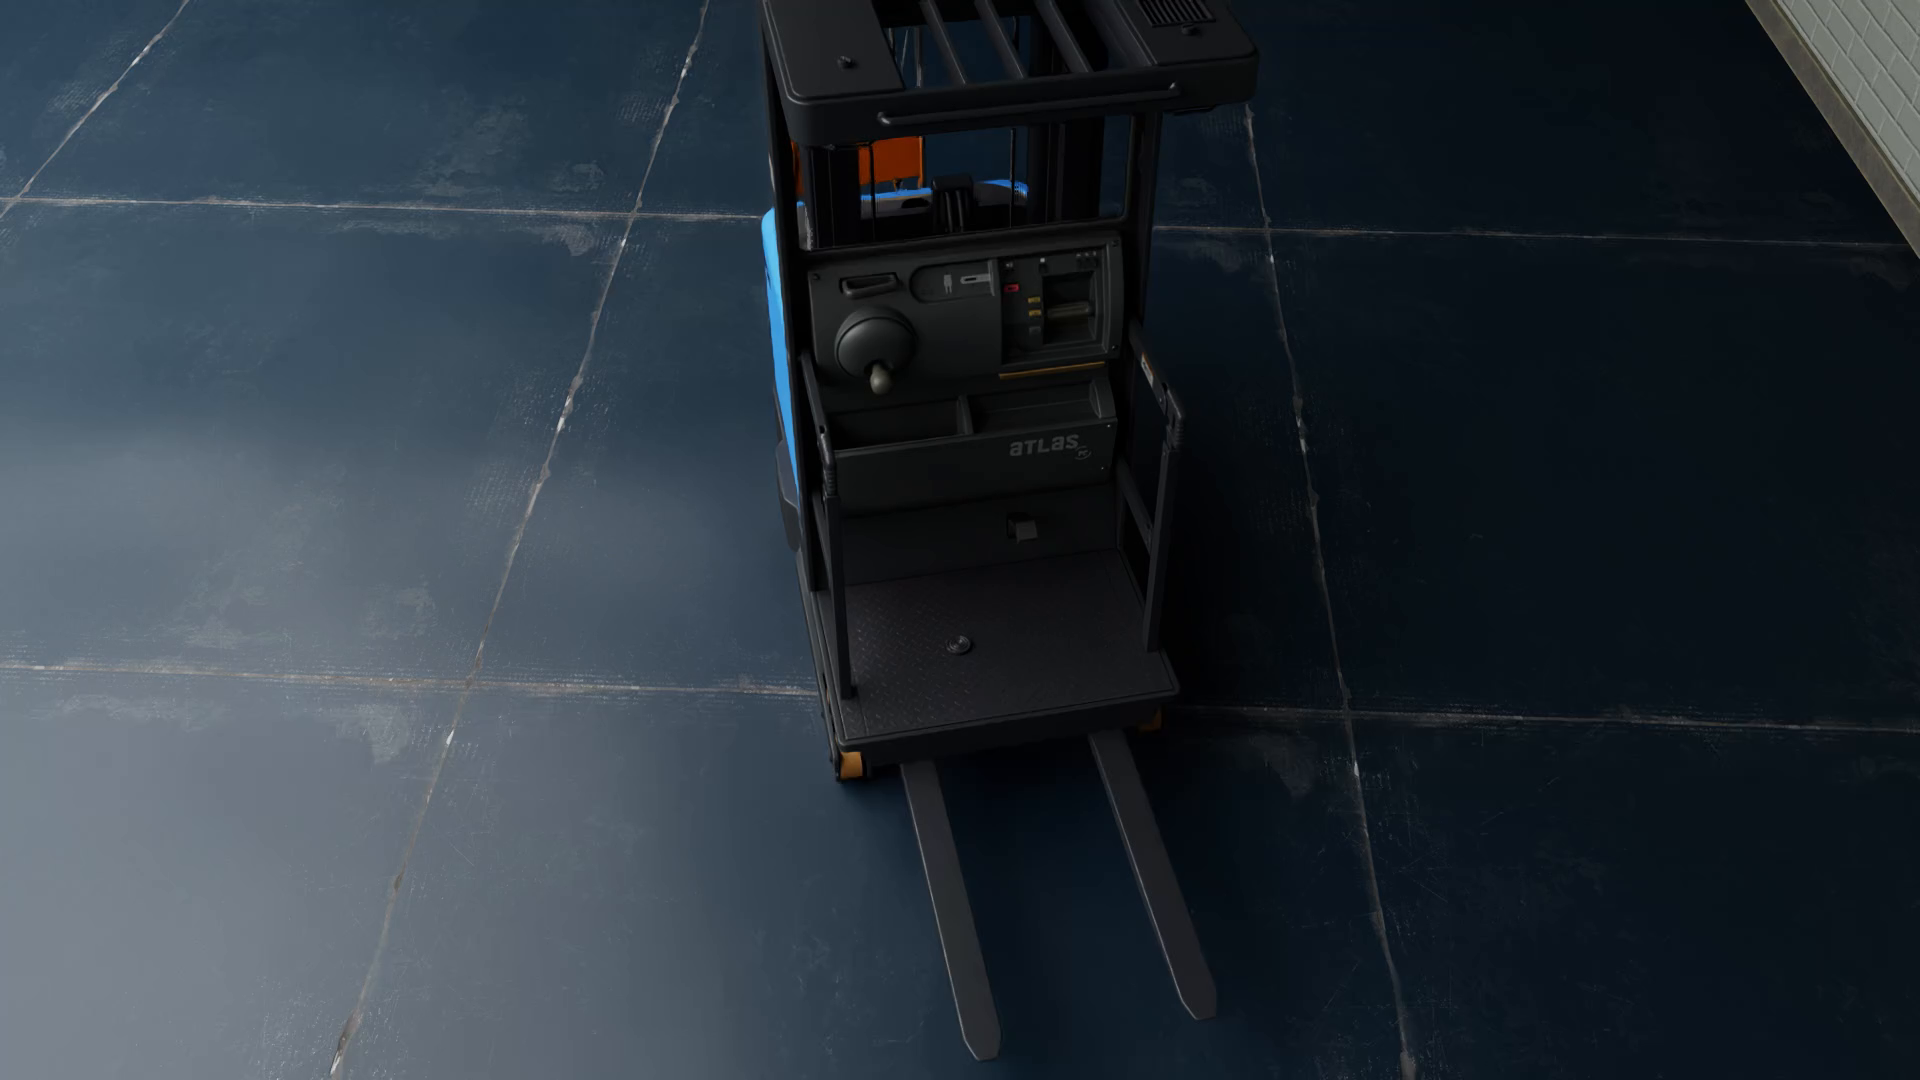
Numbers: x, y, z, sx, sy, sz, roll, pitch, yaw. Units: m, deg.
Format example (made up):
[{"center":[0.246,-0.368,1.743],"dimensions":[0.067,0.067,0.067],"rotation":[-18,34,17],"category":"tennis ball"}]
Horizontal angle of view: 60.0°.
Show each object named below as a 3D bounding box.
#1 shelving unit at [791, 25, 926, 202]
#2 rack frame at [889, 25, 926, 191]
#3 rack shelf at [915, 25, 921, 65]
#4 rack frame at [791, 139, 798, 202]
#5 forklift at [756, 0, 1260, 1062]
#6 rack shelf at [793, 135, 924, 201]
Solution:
[{"center":[-0.426,-1.447,6.260],"dimensions":[0.503,2.100,0.431],"rotation":[-12,44,-13],"category":"shelving unit"},{"center":[-0.194,-1.498,6.314],"dimensions":[0.015,2.100,0.400],"rotation":[-12,44,-13],"category":"rack frame"},{"center":[-0.428,-1.953,5.796],"dimensions":[0.480,0.518,0.431],"rotation":[-12,44,-13],"category":"rack shelf"},{"center":[-0.659,-1.395,6.205],"dimensions":[0.015,2.100,0.400],"rotation":[-12,44,-13],"category":"rack frame"},{"center":[0.071,-0.576,4.718],"dimensions":[1.130,2.935,3.031],"rotation":[-8,44,-8],"category":"forklift"},{"center":[-0.426,-1.437,6.269],"dimensions":[0.480,0.518,0.431],"rotation":[-12,44,-13],"category":"rack shelf"}]
